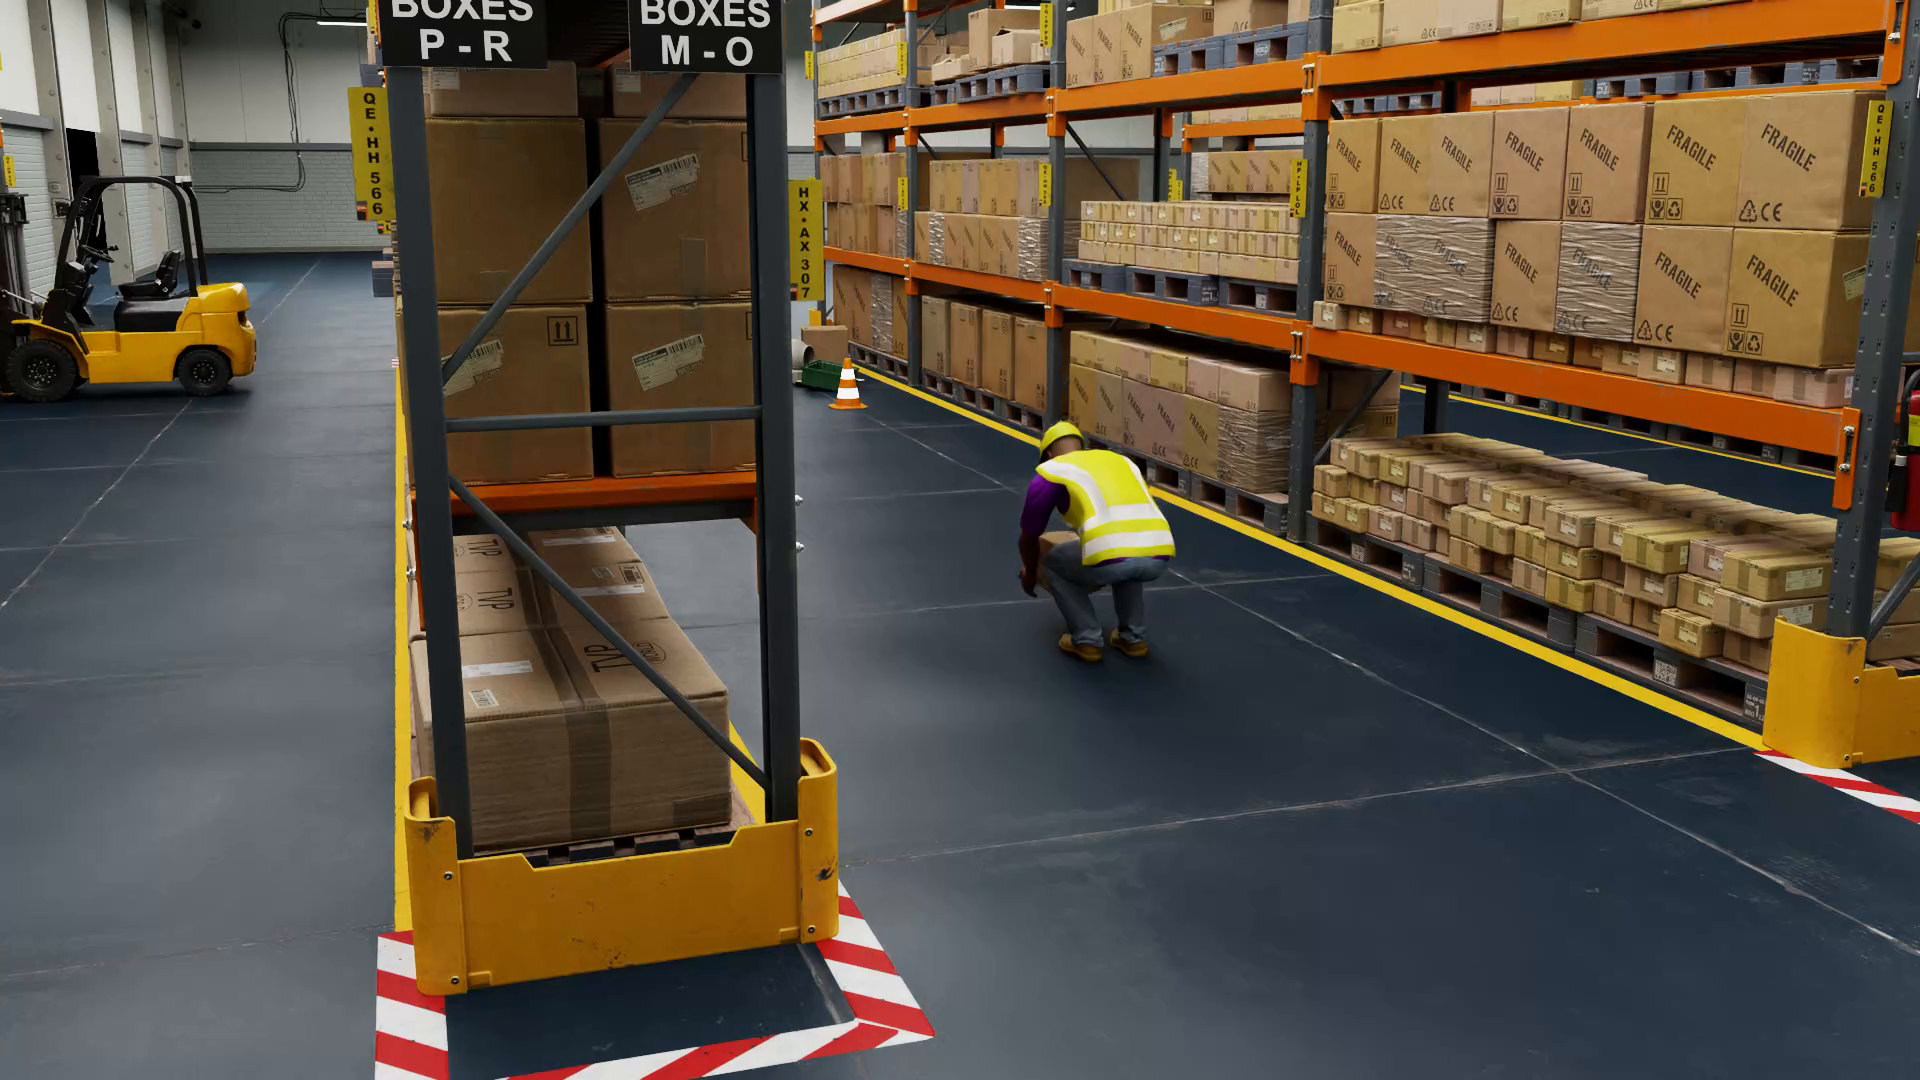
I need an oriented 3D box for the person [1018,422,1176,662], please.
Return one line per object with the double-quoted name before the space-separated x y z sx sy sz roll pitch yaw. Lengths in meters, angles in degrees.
"person" 0.601 0.005 7.637 0.583 1.026 0.904 -4 13 -18
